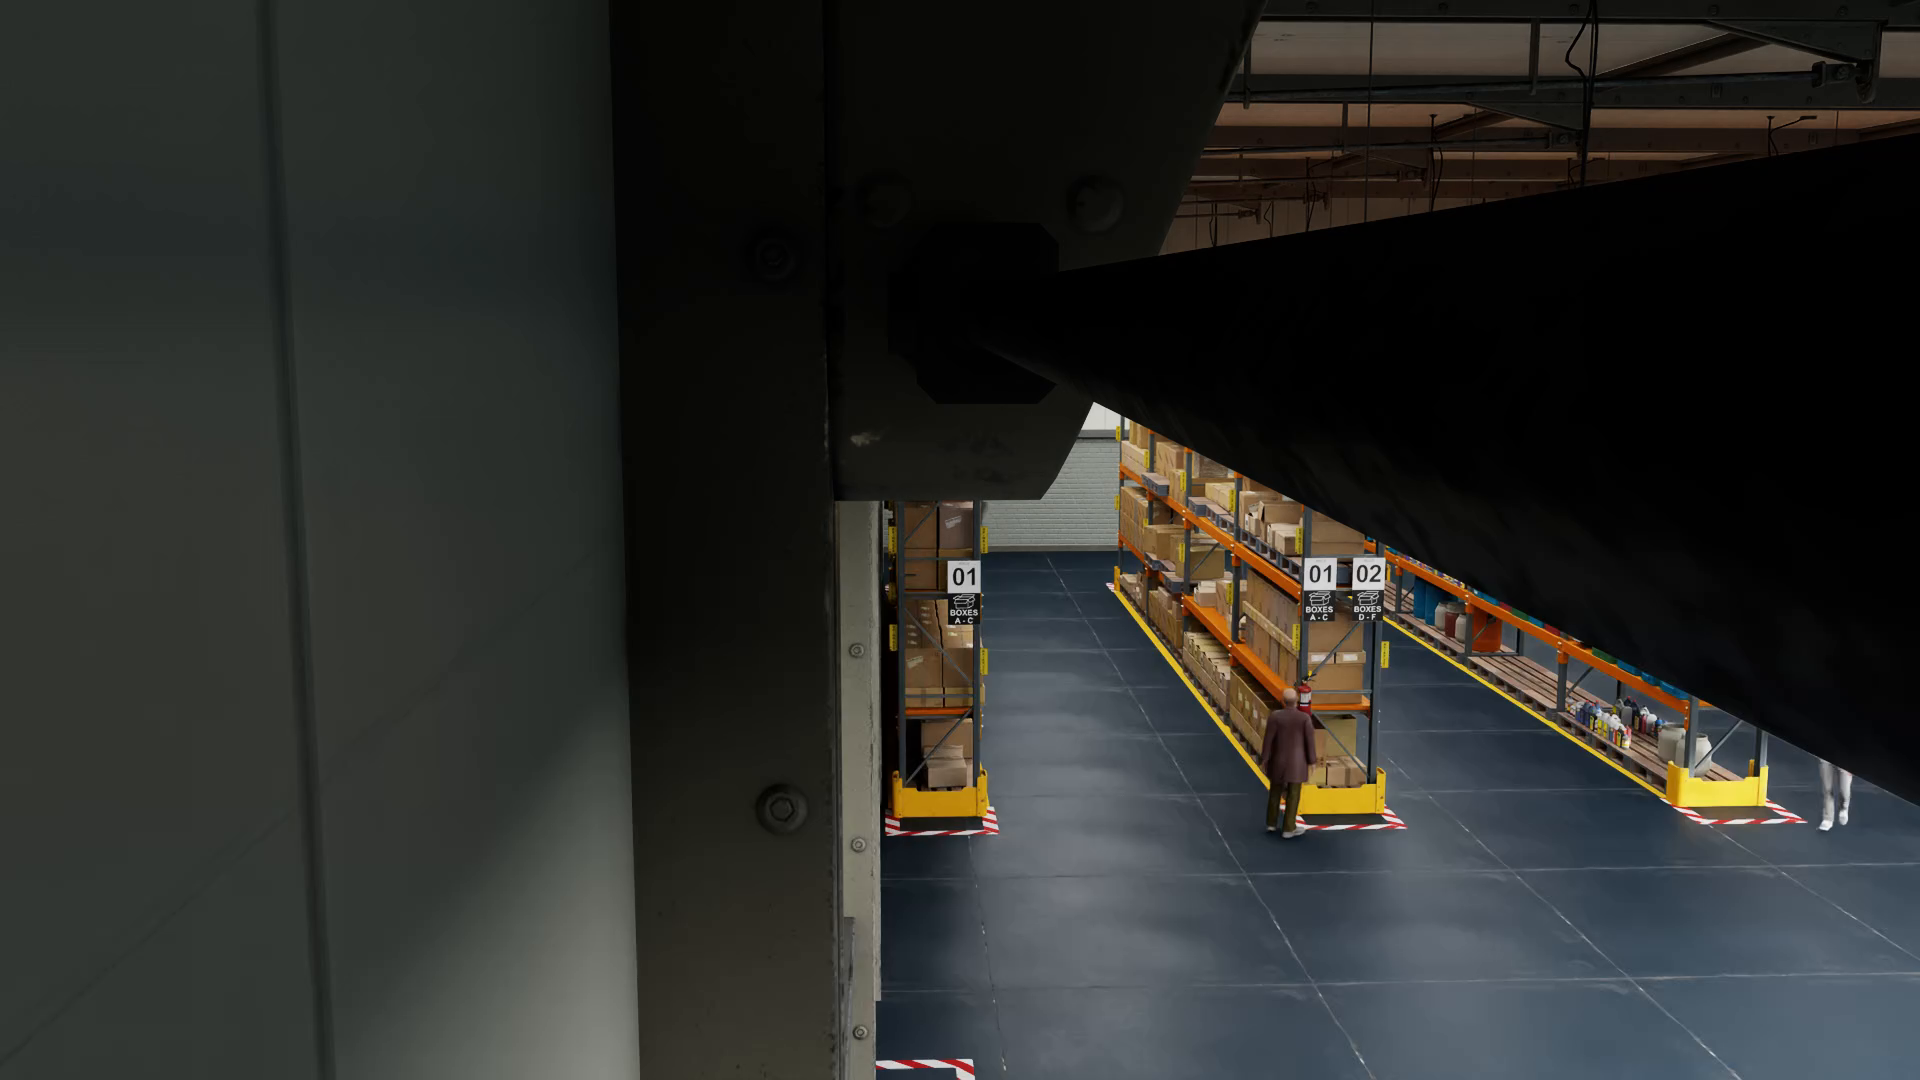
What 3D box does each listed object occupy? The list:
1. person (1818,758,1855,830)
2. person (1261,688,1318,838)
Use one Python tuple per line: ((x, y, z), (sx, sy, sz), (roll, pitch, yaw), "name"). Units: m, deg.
((10.502, 2.676, 19.898), (0.415, 1.601, 0.441), (6, 10, 37), "person")
((3.930, 2.635, 19.776), (0.666, 1.813, 0.519), (3, 9, 22), "person")
